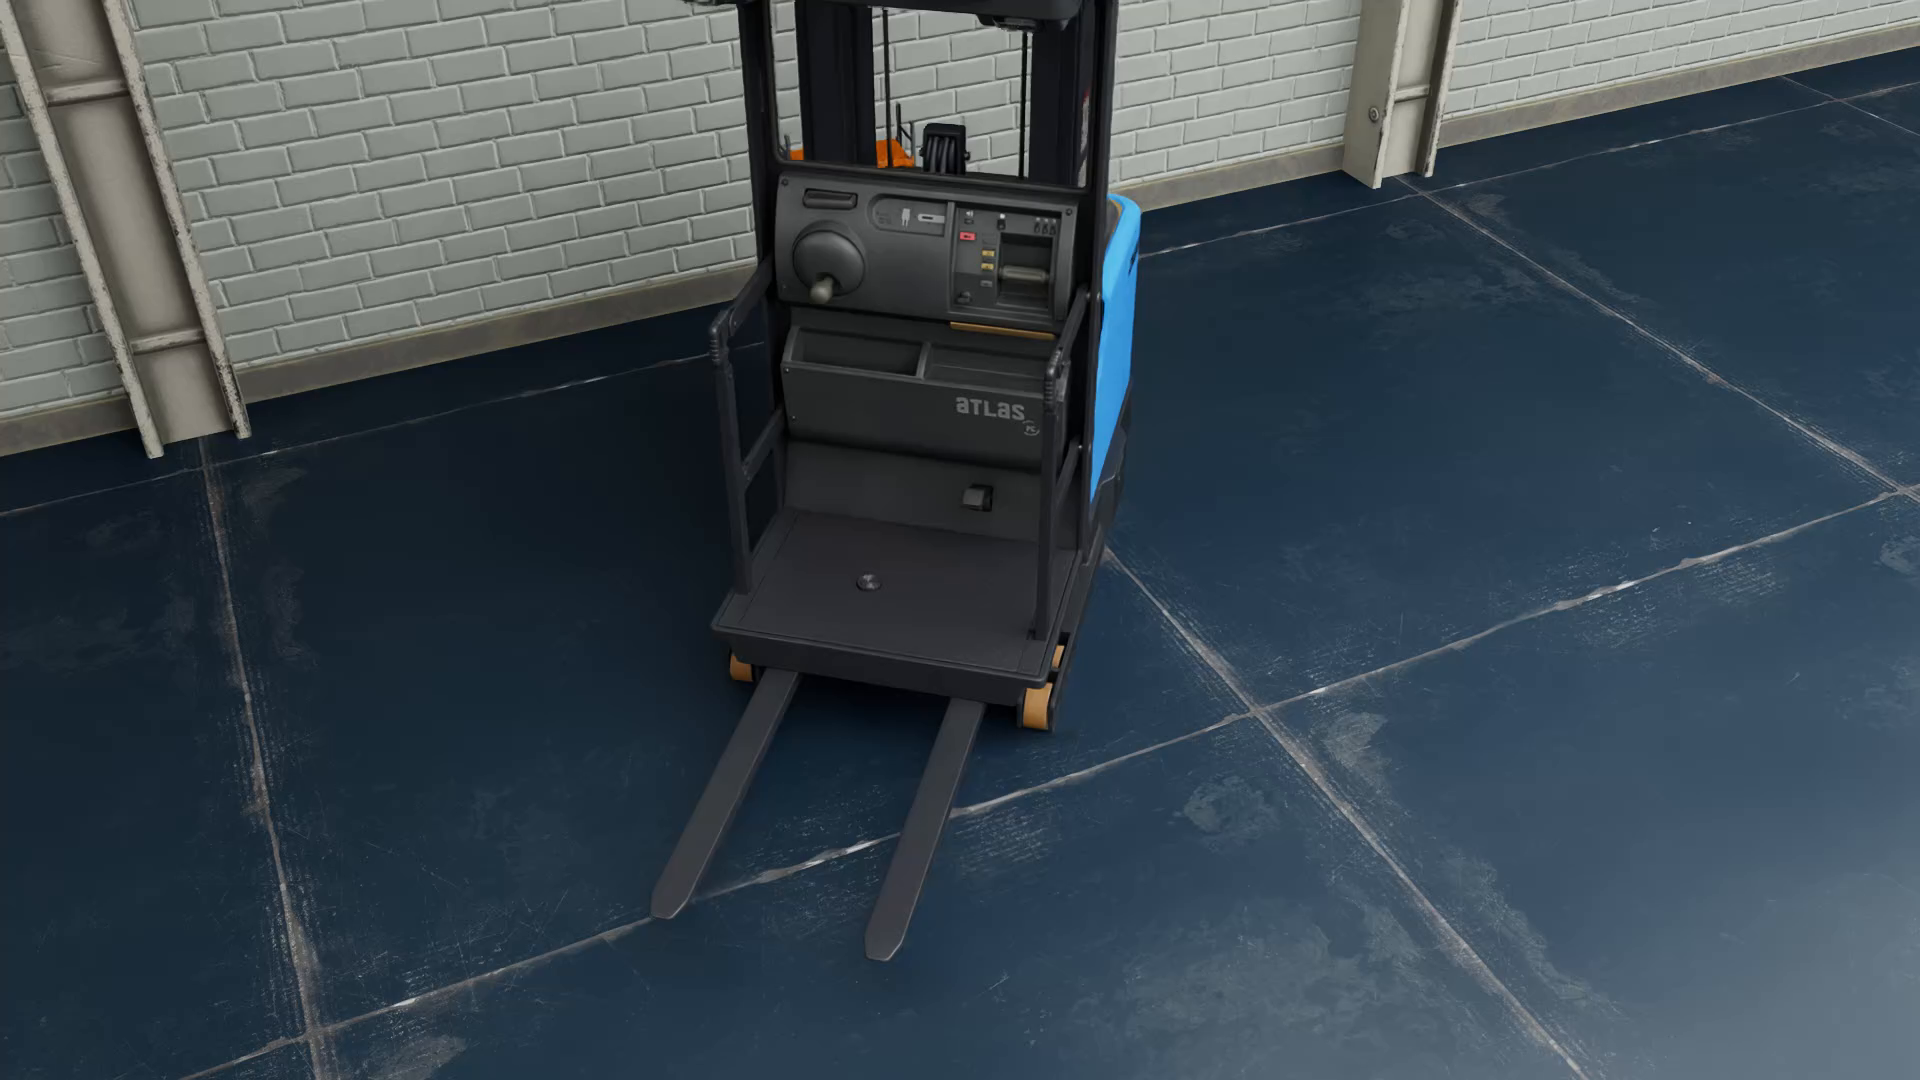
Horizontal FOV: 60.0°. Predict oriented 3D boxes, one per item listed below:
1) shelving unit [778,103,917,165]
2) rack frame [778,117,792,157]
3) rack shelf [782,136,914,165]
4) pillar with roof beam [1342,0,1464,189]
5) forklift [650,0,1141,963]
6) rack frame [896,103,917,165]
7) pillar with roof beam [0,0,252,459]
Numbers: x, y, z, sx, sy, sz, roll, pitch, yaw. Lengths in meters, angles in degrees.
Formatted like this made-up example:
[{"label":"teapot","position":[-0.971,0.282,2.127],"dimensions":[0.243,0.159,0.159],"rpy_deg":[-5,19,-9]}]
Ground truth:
[{"label":"shelving unit","position":[-0.434,-1.119,6.737],"dimensions":[0.503,1.200,0.258],"rpy_deg":[-10,34,-13]},{"label":"rack frame","position":[-0.668,-1.077,6.681],"dimensions":[0.015,1.200,0.240],"rpy_deg":[-10,34,-13]},{"label":"rack shelf","position":[-0.441,-1.449,6.524],"dimensions":[0.480,0.148,0.258],"rpy_deg":[-10,34,-13]},{"label":"pillar with roof beam","position":[4.110,-3.271,3.106],"dimensions":[0.400,9.000,9.100],"rpy_deg":[-16,39,-20]},{"label":"forklift","position":[-0.159,-0.810,4.882],"dimensions":[1.130,2.935,3.031],"rpy_deg":[8,37,11]},{"label":"rack frame","position":[-0.200,-1.161,6.794],"dimensions":[0.015,1.200,0.240],"rpy_deg":[-10,34,-13]},{"label":"pillar with roof beam","position":[-1.321,-1.752,1.058],"dimensions":[0.400,9.000,9.100],"rpy_deg":[-16,39,-20]}]
